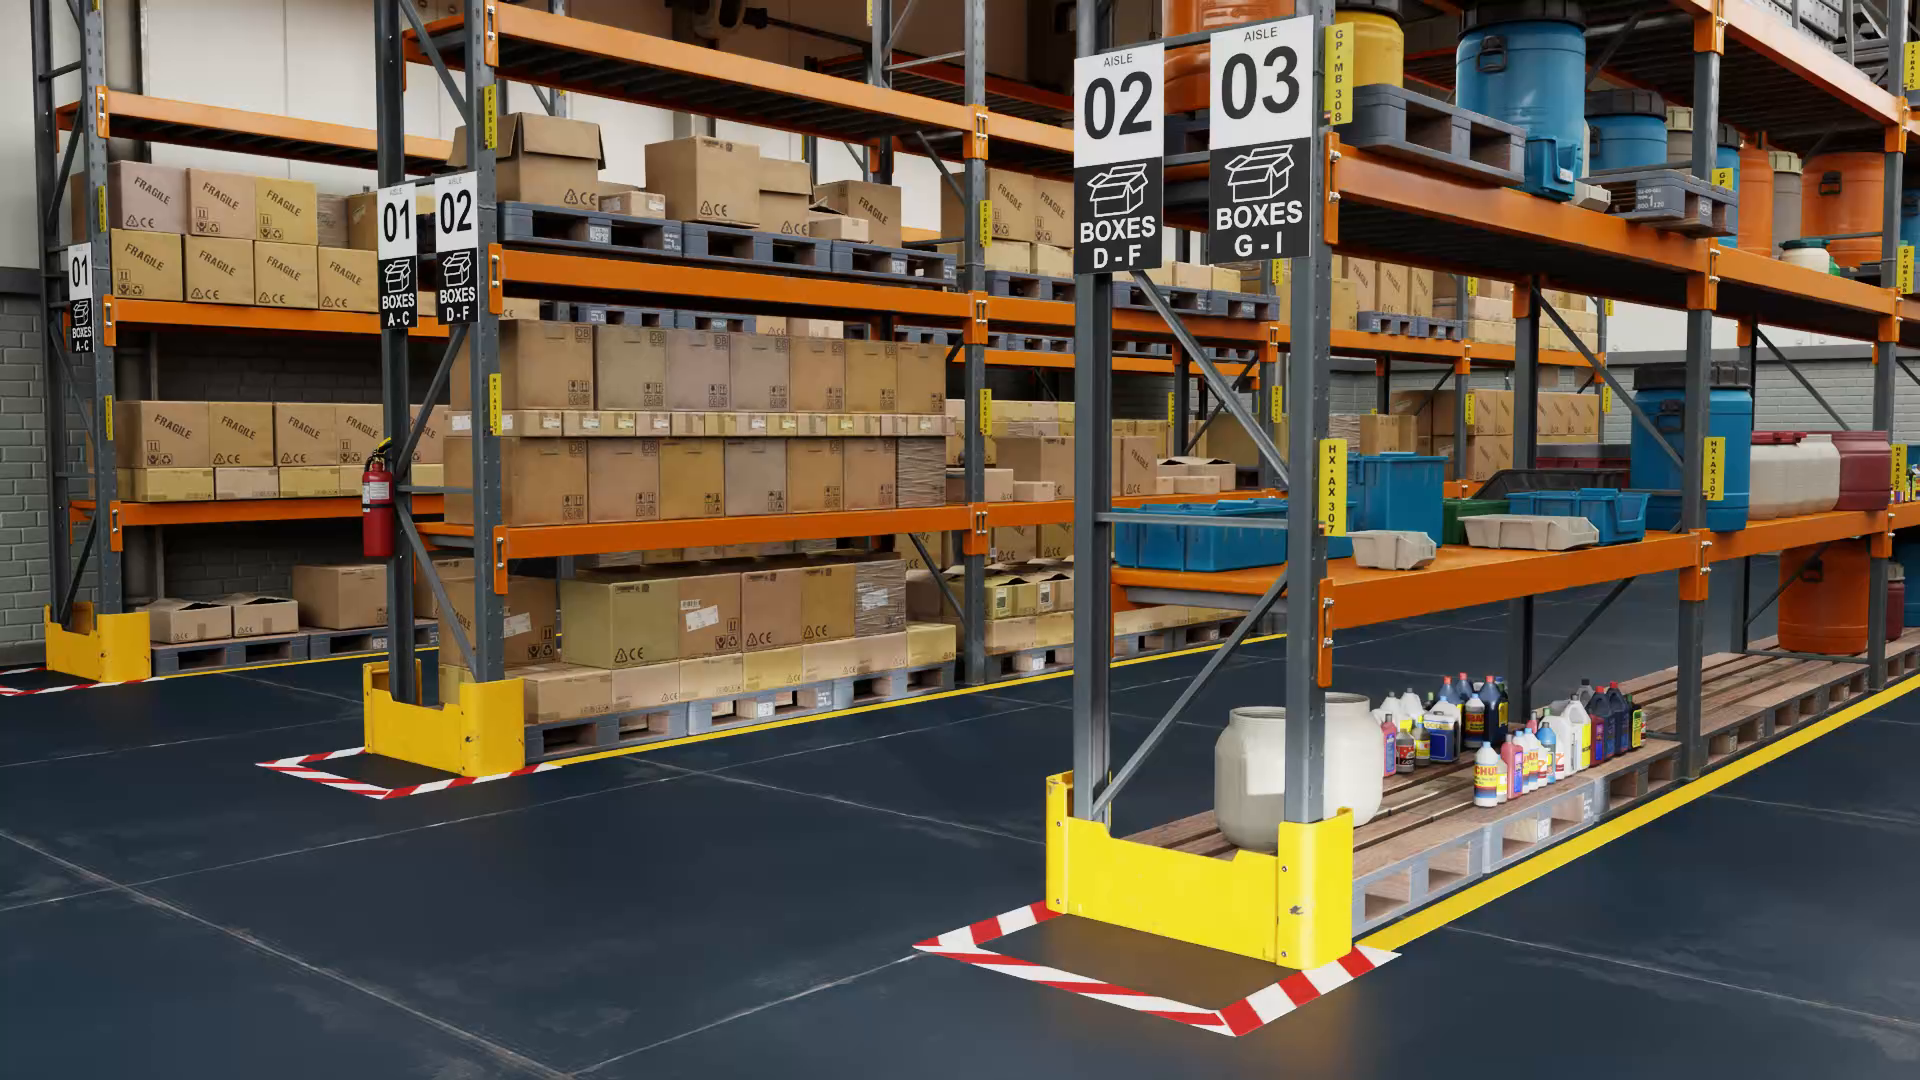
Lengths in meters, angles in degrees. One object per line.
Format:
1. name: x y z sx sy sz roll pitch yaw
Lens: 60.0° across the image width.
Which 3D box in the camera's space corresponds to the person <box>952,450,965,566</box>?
1. person: 0.078 -0.104 17.179 0.436 1.655 0.302 3 5 42
